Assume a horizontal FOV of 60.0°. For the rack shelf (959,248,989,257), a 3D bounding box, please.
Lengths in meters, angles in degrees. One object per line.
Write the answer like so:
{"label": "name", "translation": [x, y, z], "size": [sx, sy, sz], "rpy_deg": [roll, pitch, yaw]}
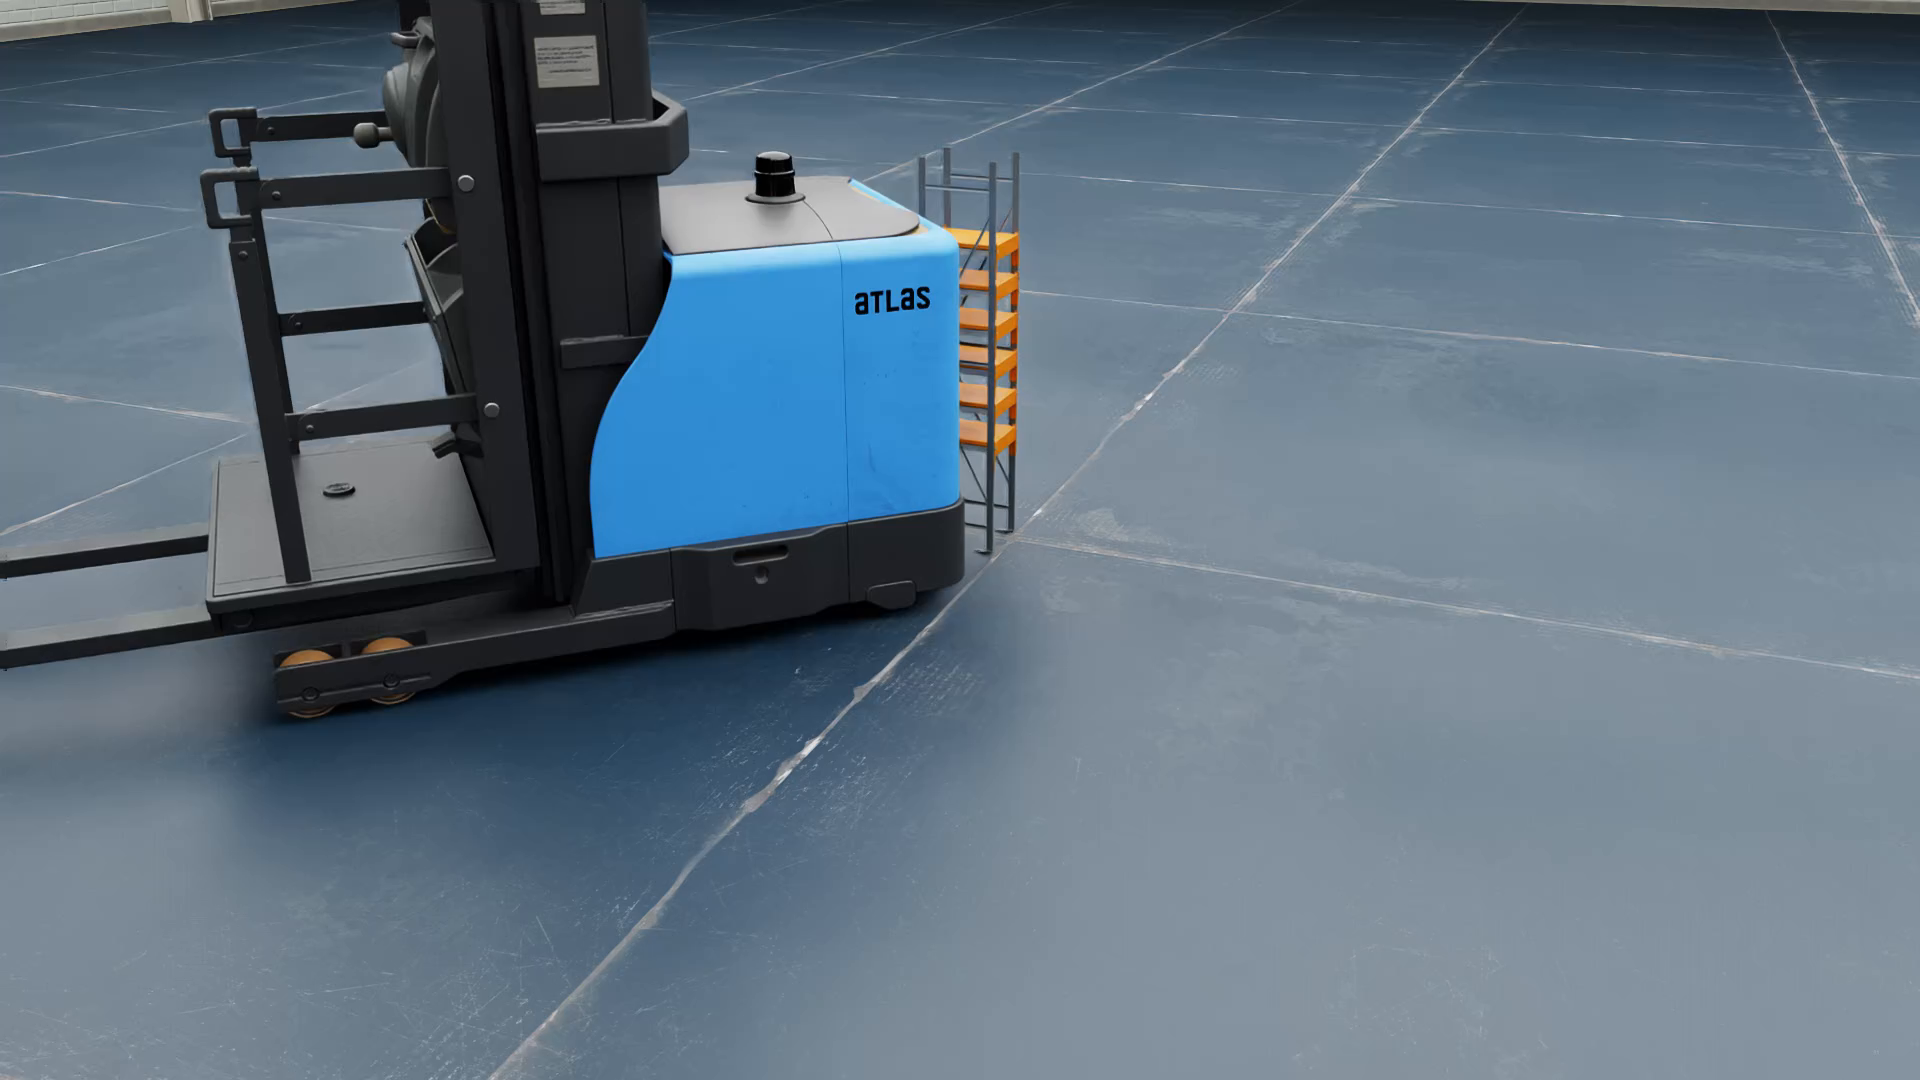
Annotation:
{"label": "rack shelf", "translation": [0.027, -0.871, 4.908], "size": [0.199, 0.020, 0.166], "rpy_deg": [9, 24, 21]}

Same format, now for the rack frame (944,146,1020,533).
{"label": "rack frame", "translation": [0.063, -0.594, 5.115], "size": [0.240, 1.200, 0.006], "rpy_deg": [9, 24, 21]}

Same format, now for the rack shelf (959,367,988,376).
{"label": "rack shelf", "translation": [0.027, -0.539, 5.047], "size": [0.199, 0.020, 0.166], "rpy_deg": [9, 24, 21]}

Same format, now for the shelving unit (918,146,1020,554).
{"label": "shelving unit", "translation": [0.027, -0.562, 5.037], "size": [0.258, 1.200, 0.189], "rpy_deg": [9, 24, 21]}

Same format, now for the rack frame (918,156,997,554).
{"label": "rack frame", "translation": [-0.008, -0.529, 4.959], "size": [0.240, 1.200, 0.006], "rpy_deg": [9, 24, 21]}

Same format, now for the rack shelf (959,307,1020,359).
{"label": "rack shelf", "translation": [0.027, -0.631, 5.008], "size": [0.258, 0.103, 0.180], "rpy_deg": [9, 24, 21]}

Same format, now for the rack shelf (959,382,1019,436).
{"label": "rack shelf", "translation": [0.027, -0.410, 5.101], "size": [0.258, 0.103, 0.180], "rpy_deg": [9, 24, 21]}

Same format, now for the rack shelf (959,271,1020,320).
{"label": "rack shelf", "translation": [0.027, -0.742, 4.962], "size": [0.258, 0.103, 0.180], "rpy_deg": [9, 24, 21]}

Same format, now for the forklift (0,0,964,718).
{"label": "forklift", "translation": [-1.558, -1.095, 4.183], "size": [3.031, 2.843, 1.129], "rpy_deg": [-9, 24, -20]}

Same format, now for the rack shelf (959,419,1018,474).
{"label": "rack shelf", "translation": [0.027, -0.299, 5.147], "size": [0.258, 0.103, 0.180], "rpy_deg": [9, 24, 21]}
